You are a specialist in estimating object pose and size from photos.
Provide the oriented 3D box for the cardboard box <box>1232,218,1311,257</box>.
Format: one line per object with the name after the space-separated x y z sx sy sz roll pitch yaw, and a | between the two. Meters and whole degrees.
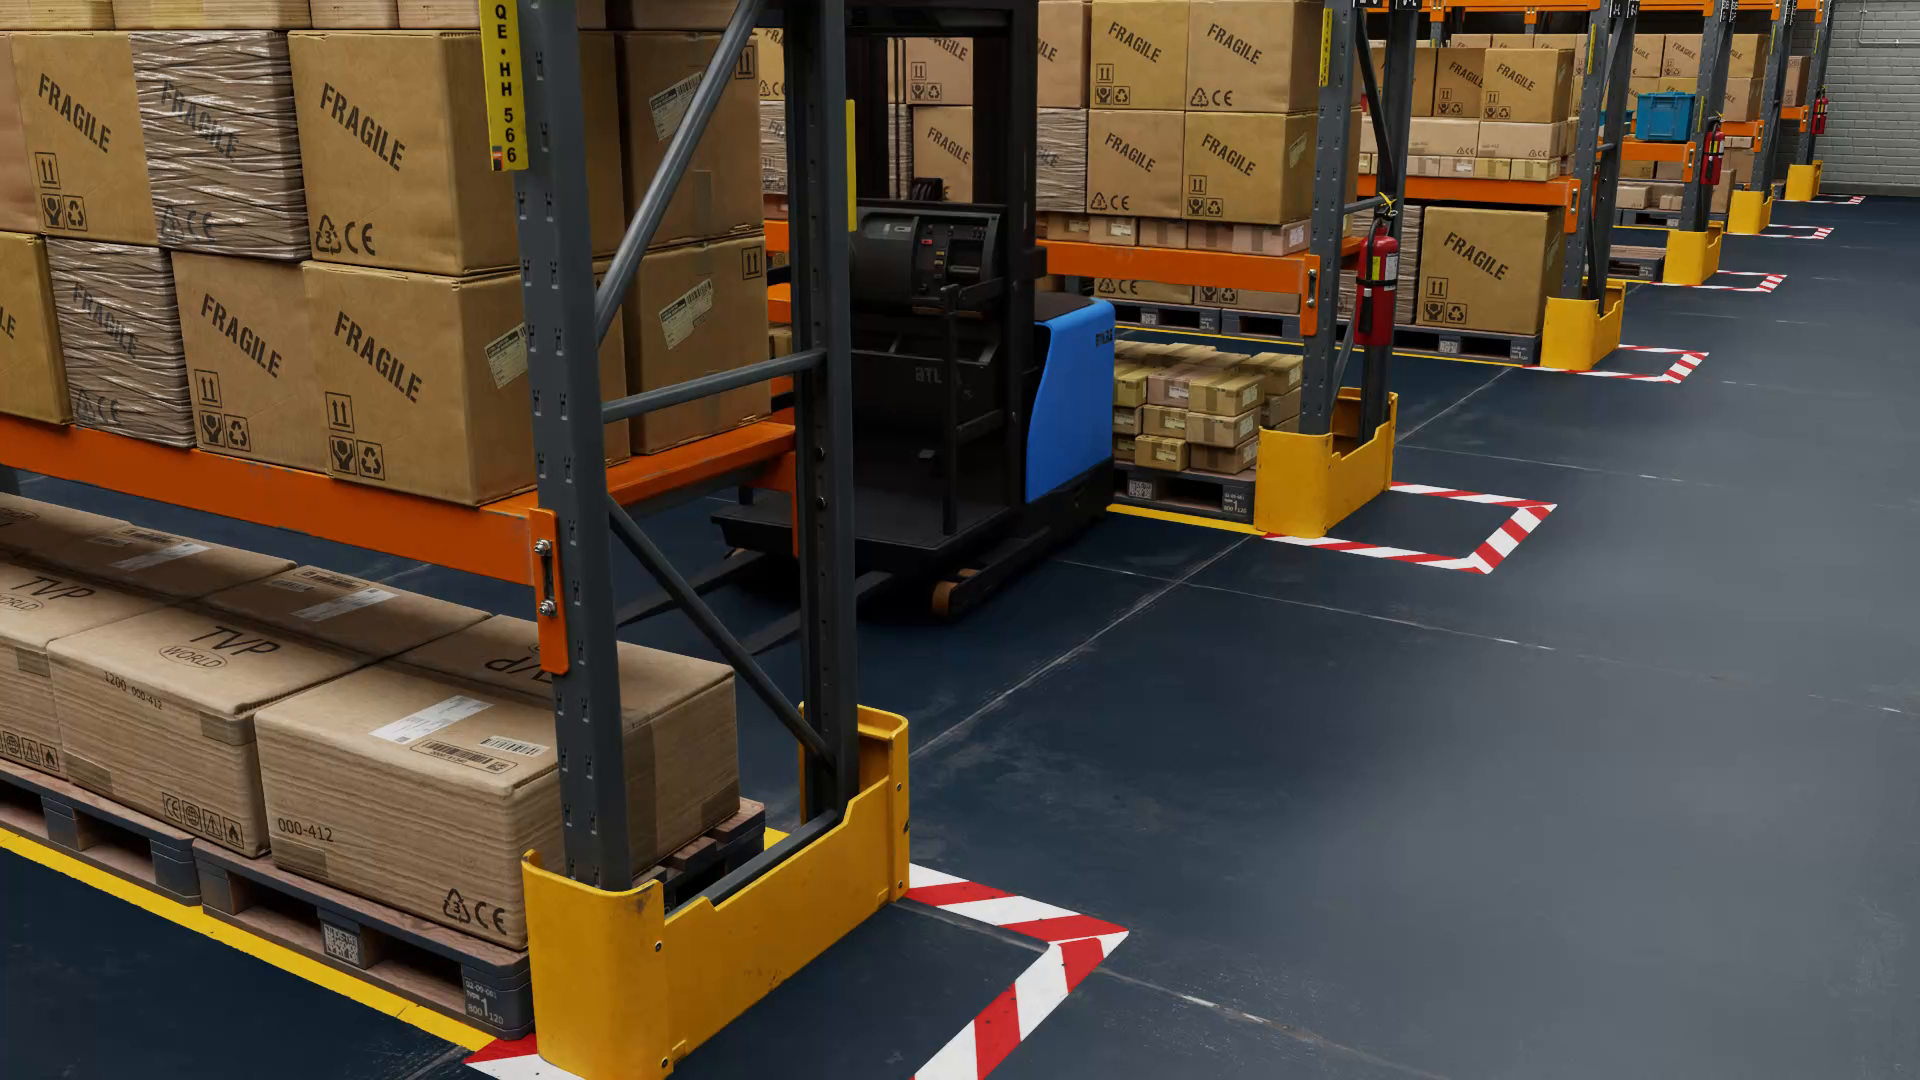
1.490 -1.452 7.932 0.250 0.149 0.380 10 20 30 | cardboard box

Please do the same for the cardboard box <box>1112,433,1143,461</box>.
0.906 -0.533 8.658 0.250 0.149 0.380 10 20 30 | cardboard box

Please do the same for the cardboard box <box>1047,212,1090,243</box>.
0.637 -1.614 8.465 0.250 0.149 0.380 9 19 28 | cardboard box

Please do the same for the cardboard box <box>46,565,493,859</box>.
-1.988 0.461 4.888 0.875 0.438 0.875 11 20 32 | cardboard box

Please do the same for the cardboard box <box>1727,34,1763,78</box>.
9.262 -5.784 19.870 0.500 0.500 0.500 10 20 30 | cardboard box

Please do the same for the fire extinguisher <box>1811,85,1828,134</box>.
12.261 -6.133 23.686 0.183 0.674 0.296 10 20 30 | fire extinguisher

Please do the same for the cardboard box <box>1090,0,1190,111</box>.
0.963 -2.346 8.040 0.500 0.500 0.500 9 19 28 | cardboard box

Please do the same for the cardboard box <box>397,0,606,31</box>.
-1.000 -1.193 3.638 0.250 0.149 0.380 10 20 31 | cardboard box

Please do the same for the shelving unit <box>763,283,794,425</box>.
-0.820 -0.915 8.959 1.048 1.125 0.538 11 20 32 | shelving unit

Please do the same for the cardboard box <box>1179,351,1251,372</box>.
1.349 -0.890 8.809 0.250 0.149 0.380 11 20 31 | cardboard box

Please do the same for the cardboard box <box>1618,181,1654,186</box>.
8.618 -4.458 21.371 0.500 0.250 0.500 10 20 30 | cardboard box

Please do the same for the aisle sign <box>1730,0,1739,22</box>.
7.406 -5.339 15.823 0.004 0.787 0.394 10 20 30 | aisle sign

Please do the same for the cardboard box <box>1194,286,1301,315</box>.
2.476 -2.341 13.360 0.875 0.875 0.875 10 20 30 | cardboard box

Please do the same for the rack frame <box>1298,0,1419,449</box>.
1.915 -1.592 7.963 0.127 3.000 1.000 10 20 30 | rack frame

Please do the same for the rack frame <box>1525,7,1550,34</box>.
8.966 -7.094 26.075 0.127 3.000 1.000 10 20 30 | rack frame

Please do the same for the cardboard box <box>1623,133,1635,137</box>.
10.190 -6.094 25.243 0.250 0.149 0.380 9 19 28 | cardboard box

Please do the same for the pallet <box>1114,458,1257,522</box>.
1.177 -0.402 8.842 1.213 0.211 1.003 10 20 30 | pallet

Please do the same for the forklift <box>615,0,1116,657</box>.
-0.360 -1.217 6.843 1.130 2.935 3.031 8 19 26 | forklift

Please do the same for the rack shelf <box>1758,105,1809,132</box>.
10.670 -6.446 25.178 4.000 0.370 1.077 10 20 30 | rack shelf

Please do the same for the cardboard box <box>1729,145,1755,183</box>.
11.725 -5.572 24.643 0.500 0.500 0.700 10 20 30 | cardboard box

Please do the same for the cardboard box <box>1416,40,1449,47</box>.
7.568 -7.818 26.450 0.500 0.250 0.500 11 20 31 | cardboard box

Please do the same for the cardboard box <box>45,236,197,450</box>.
-2.002 -0.563 4.400 0.500 0.500 0.500 11 20 32 | cardboard box

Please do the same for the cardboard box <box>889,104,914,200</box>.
-0.367 -2.094 8.931 0.500 0.500 0.500 10 19 29 | cardboard box

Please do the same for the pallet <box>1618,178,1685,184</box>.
10.616 -5.440 25.426 1.213 0.211 1.003 10 20 30 | pallet

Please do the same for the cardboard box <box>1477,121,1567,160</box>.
4.045 -2.884 11.961 0.500 0.250 0.500 10 19 29 | cardboard box

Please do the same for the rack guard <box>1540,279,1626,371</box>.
4.618 -1.606 12.307 0.348 0.500 1.175 10 20 30 | rack guard

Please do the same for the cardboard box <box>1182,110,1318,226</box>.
1.398 -1.787 7.920 0.500 0.500 0.500 11 20 31 | cardboard box

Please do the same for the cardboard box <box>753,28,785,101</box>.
-0.786 -2.665 9.091 0.500 0.500 0.500 9 19 28 | cardboard box

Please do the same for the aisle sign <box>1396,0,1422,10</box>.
2.135 -2.899 7.793 0.004 0.787 0.394 10 20 30 | aisle sign

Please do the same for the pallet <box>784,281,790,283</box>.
-1.587 -2.549 15.911 1.213 0.211 1.003 10 20 30 | pallet

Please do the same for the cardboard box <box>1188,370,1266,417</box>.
1.332 -0.732 8.288 0.250 0.149 0.380 10 20 31 | cardboard box

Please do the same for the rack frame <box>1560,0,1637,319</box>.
4.597 -2.805 11.956 0.127 3.000 1.000 10 20 30 | rack frame

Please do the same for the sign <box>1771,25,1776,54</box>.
9.477 -5.829 19.375 0.005 0.325 0.100 10 20 30 | sign

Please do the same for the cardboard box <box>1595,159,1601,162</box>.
9.976 -5.883 25.665 0.500 0.500 0.700 10 20 30 | cardboard box

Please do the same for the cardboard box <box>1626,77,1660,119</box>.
8.395 -5.462 20.530 0.500 0.500 0.500 10 20 30 | cardboard box

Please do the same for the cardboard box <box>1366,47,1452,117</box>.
3.459 -3.528 12.791 0.500 0.500 0.500 10 19 29 | cardboard box

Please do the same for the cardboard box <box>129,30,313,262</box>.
-1.585 -0.964 4.001 0.500 0.500 0.500 10 20 30 | cardboard box

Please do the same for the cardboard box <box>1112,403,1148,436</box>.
0.873 -0.660 8.563 0.250 0.149 0.380 9 19 28 | cardboard box

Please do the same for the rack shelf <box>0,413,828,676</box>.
-2.293 -0.311 4.982 4.000 0.370 1.077 10 20 30 | rack shelf

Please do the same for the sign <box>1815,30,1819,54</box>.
12.078 -7.021 23.434 0.005 0.325 0.100 10 20 30 | sign

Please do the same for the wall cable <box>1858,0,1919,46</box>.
13.960 -7.011 24.054 1.851 1.984 0.084 10 20 30 | wall cable

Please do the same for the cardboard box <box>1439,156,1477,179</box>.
3.685 -2.736 12.158 0.250 0.149 0.380 10 20 30 | cardboard box

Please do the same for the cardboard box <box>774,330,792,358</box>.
-0.863 -1.136 9.618 0.250 0.149 0.380 10 19 29 | cardboard box

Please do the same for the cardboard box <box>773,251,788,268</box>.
-1.643 -3.096 15.847 0.875 0.875 1.225 9 19 28 | cardboard box

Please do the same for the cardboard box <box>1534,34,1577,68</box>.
7.508 -6.095 20.893 0.500 0.500 0.500 9 19 28 | cardboard box

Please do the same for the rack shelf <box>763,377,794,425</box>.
-0.820 -0.681 9.030 1.000 0.278 0.538 11 20 32 | rack shelf

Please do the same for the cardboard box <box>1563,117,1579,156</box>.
4.330 -3.016 12.395 0.500 0.250 0.500 10 19 29 | cardboard box

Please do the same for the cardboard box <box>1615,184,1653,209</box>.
8.399 -4.327 20.939 0.500 0.250 0.500 10 20 30 | cardboard box

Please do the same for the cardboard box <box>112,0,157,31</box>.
-1.871 -1.350 4.155 0.250 0.149 0.380 10 20 30 | cardboard box

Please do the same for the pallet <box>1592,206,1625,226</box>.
8.005 -4.242 21.485 1.213 0.211 1.003 10 20 30 | pallet
